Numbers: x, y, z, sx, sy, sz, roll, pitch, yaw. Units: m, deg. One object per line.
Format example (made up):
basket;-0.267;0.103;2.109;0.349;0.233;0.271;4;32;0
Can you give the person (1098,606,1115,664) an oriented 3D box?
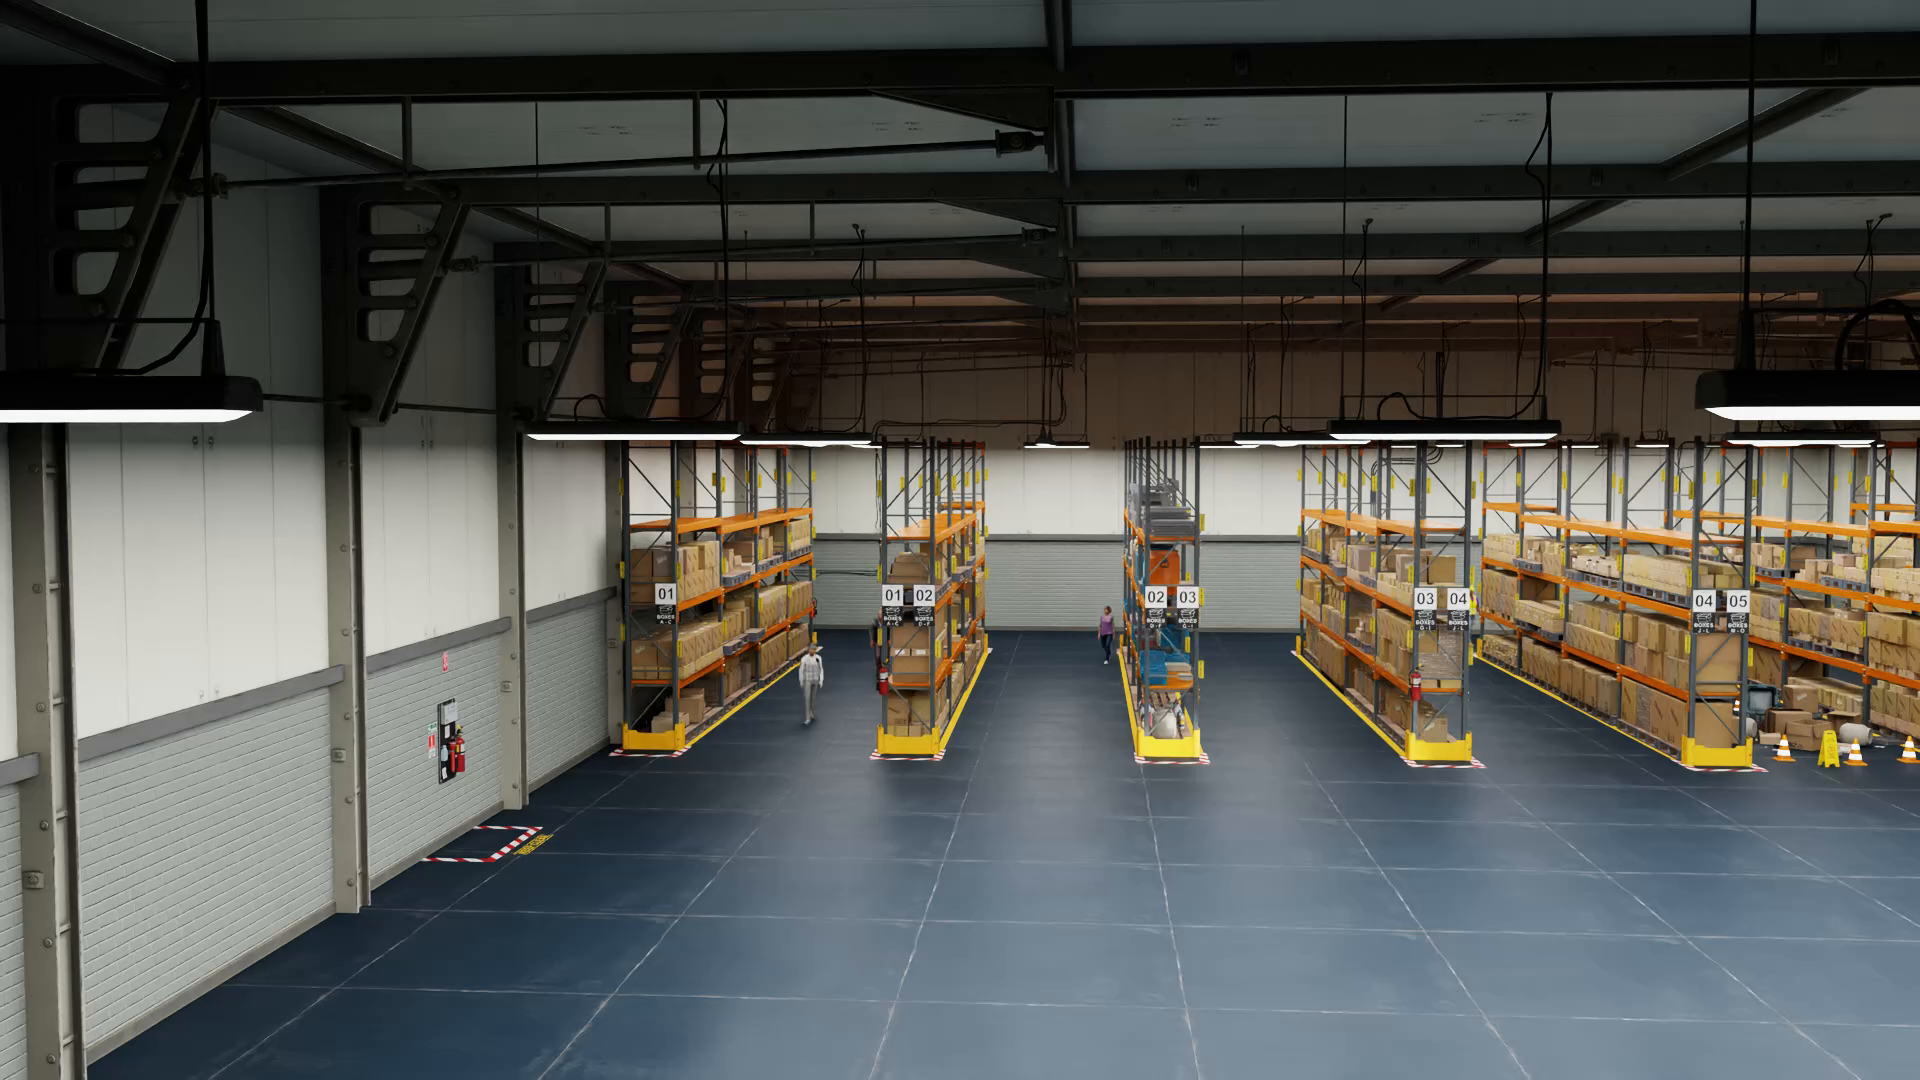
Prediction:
person;3.959;2.541;44.788;0.446;1.532;0.852;1;3;22

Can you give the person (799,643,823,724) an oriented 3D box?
person;-3.139;3.000;35.262;0.512;1.664;0.826;-1;3;-23

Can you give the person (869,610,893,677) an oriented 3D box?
person;-2.024;2.610;42.461;0.624;1.704;0.637;-1;3;-10

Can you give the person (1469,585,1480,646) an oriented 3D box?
person;15.060;2.222;49.061;0.619;1.782;0.696;-1;3;-20
